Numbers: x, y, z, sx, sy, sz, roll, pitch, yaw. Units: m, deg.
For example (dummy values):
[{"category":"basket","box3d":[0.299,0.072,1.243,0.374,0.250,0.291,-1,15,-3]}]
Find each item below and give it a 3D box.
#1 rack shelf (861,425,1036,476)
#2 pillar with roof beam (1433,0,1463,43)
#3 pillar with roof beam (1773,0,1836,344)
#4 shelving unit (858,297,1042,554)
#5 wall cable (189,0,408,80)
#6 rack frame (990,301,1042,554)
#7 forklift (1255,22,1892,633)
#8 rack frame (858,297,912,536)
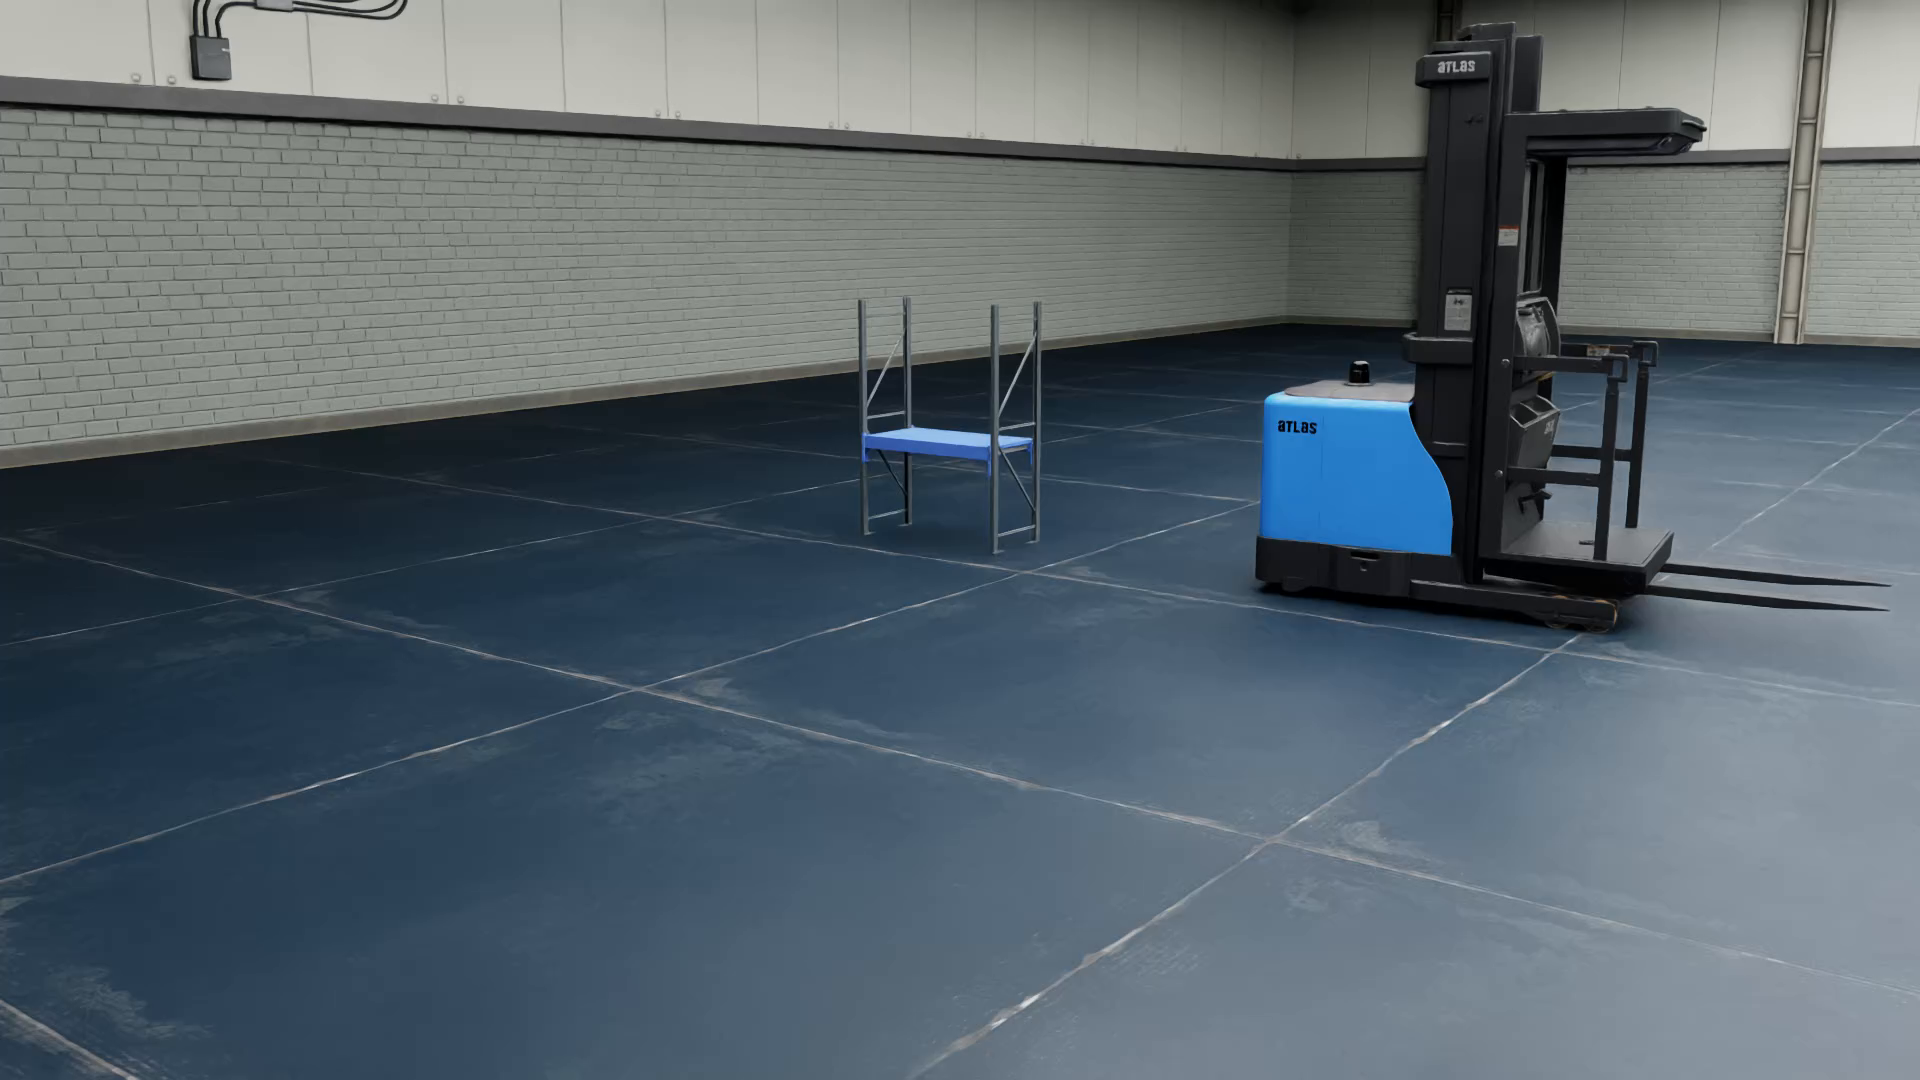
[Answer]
[{"category":"rack shelf","box3d":[-0.069,-0.569,10.471,1.000,0.185,0.538,8,13,36]},{"category":"pillar with roof beam","box3d":[6.124,-7.642,26.341,0.400,9.000,9.100,8,13,36]},{"category":"pillar with roof beam","box3d":[10.960,-6.968,22.854,0.400,9.000,9.100,8,13,36]},{"category":"shelving unit","box3d":[-0.069,-0.746,10.437,1.048,1.500,0.538,8,13,36]},{"category":"wall cable","box3d":[-5.933,-7.134,14.759,0.169,6.003,2.305,8,13,36]},{"category":"rack frame","box3d":[0.341,-0.689,10.141,0.032,1.500,0.500,8,13,36]},{"category":"forklift","box3d":[3.148,-1.096,8.476,3.031,2.935,1.130,6,13,29]},{"category":"rack frame","box3d":[-0.478,-0.803,10.732,0.032,1.500,0.500,8,13,36]}]
